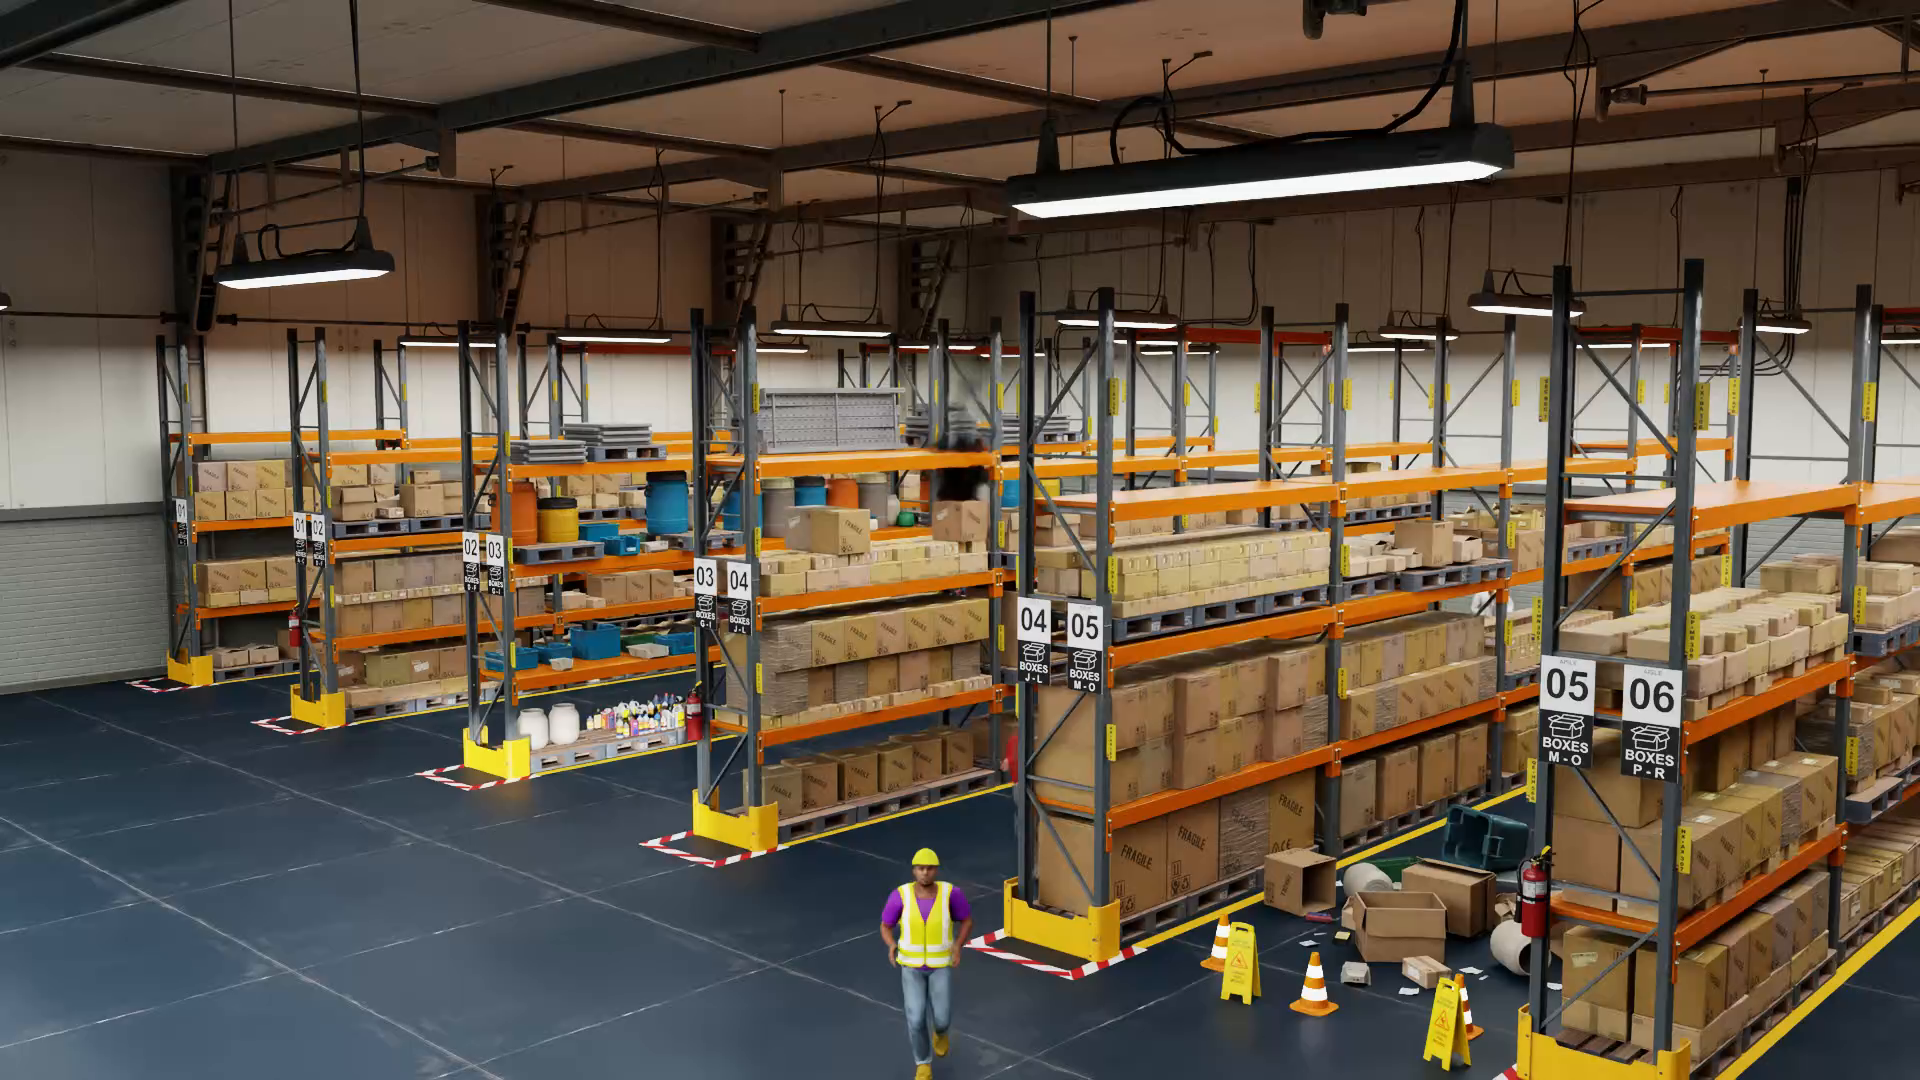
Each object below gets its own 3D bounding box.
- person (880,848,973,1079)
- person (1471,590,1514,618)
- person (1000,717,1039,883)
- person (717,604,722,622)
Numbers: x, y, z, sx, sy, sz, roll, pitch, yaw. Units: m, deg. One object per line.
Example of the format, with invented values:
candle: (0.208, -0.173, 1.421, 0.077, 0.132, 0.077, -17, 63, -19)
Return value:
person: (-0.253, 3.145, 12.401, 0.696, 1.718, 0.605, 0, 5, 0)
person: (9.544, 1.523, 29.816, 0.749, 1.735, 0.731, 1, 5, 8)
person: (0.733, 2.681, 17.447, 0.790, 1.759, 0.624, -5, 7, -44)
person: (-4.927, 1.192, 33.447, 0.566, 1.604, 0.547, 4, 7, 36)
